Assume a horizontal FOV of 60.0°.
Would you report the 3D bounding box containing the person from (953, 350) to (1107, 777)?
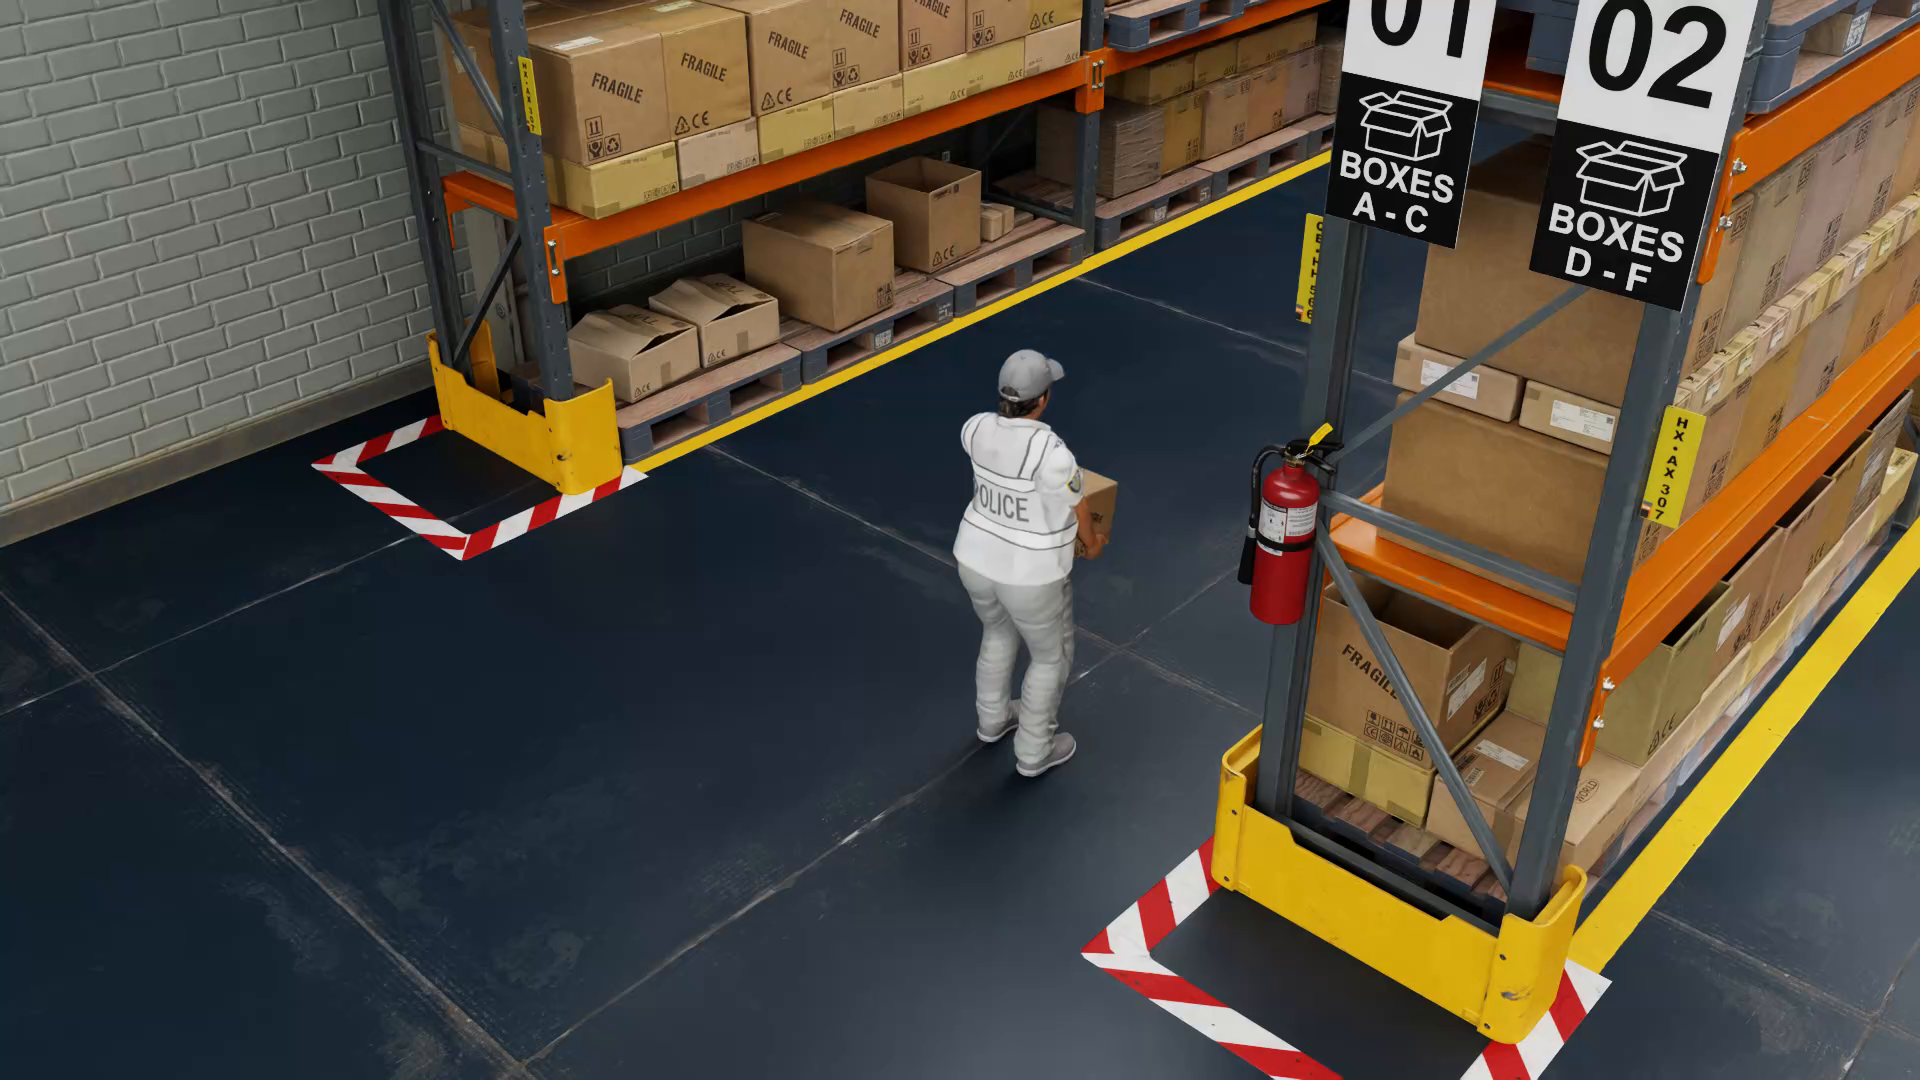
[{"bbox_3d":[0.250,0.068,6.033,0.451,1.663,0.548,25,39,34],"label":"person"}]
